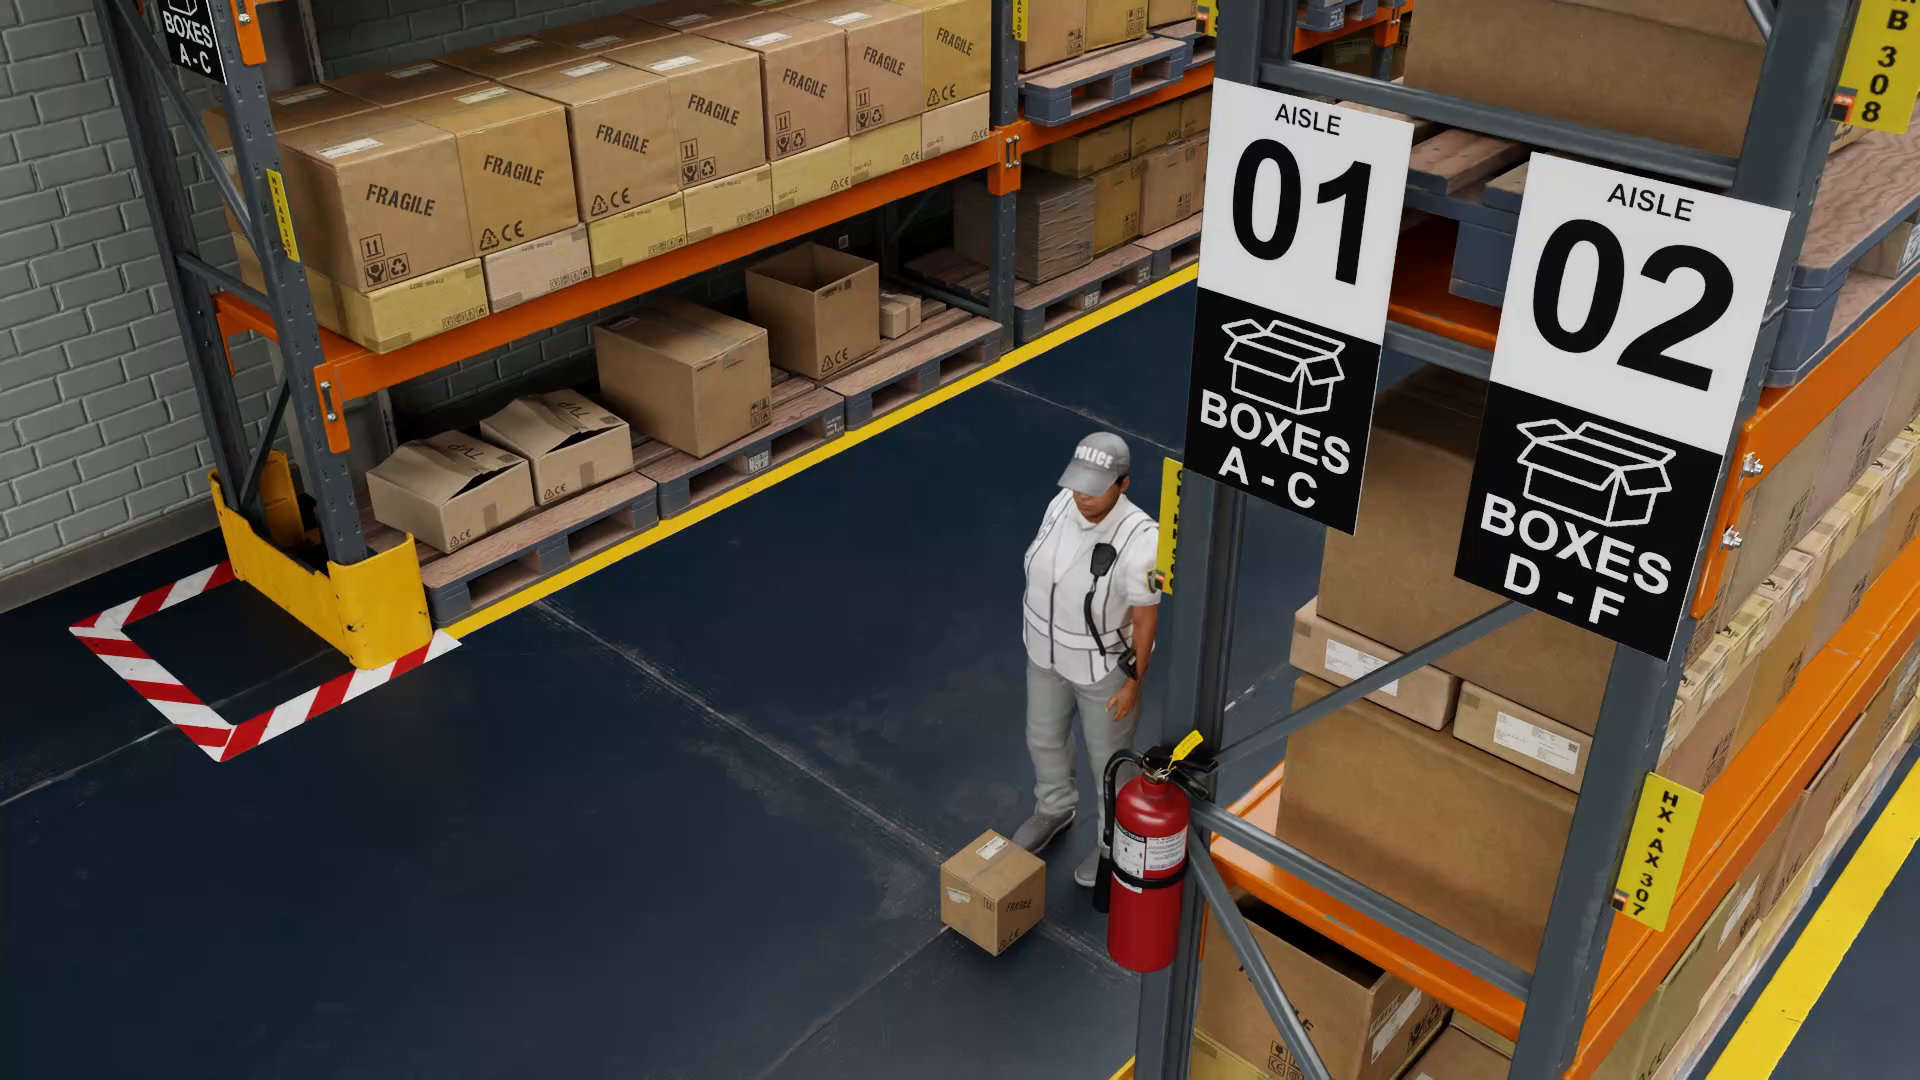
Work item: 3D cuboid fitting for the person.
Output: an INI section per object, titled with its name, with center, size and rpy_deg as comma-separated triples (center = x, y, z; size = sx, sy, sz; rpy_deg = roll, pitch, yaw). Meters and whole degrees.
[person]
center = 0.422, 0.401, 5.488
size = 0.469, 1.671, 0.392
rpy_deg = 25, 39, 35
